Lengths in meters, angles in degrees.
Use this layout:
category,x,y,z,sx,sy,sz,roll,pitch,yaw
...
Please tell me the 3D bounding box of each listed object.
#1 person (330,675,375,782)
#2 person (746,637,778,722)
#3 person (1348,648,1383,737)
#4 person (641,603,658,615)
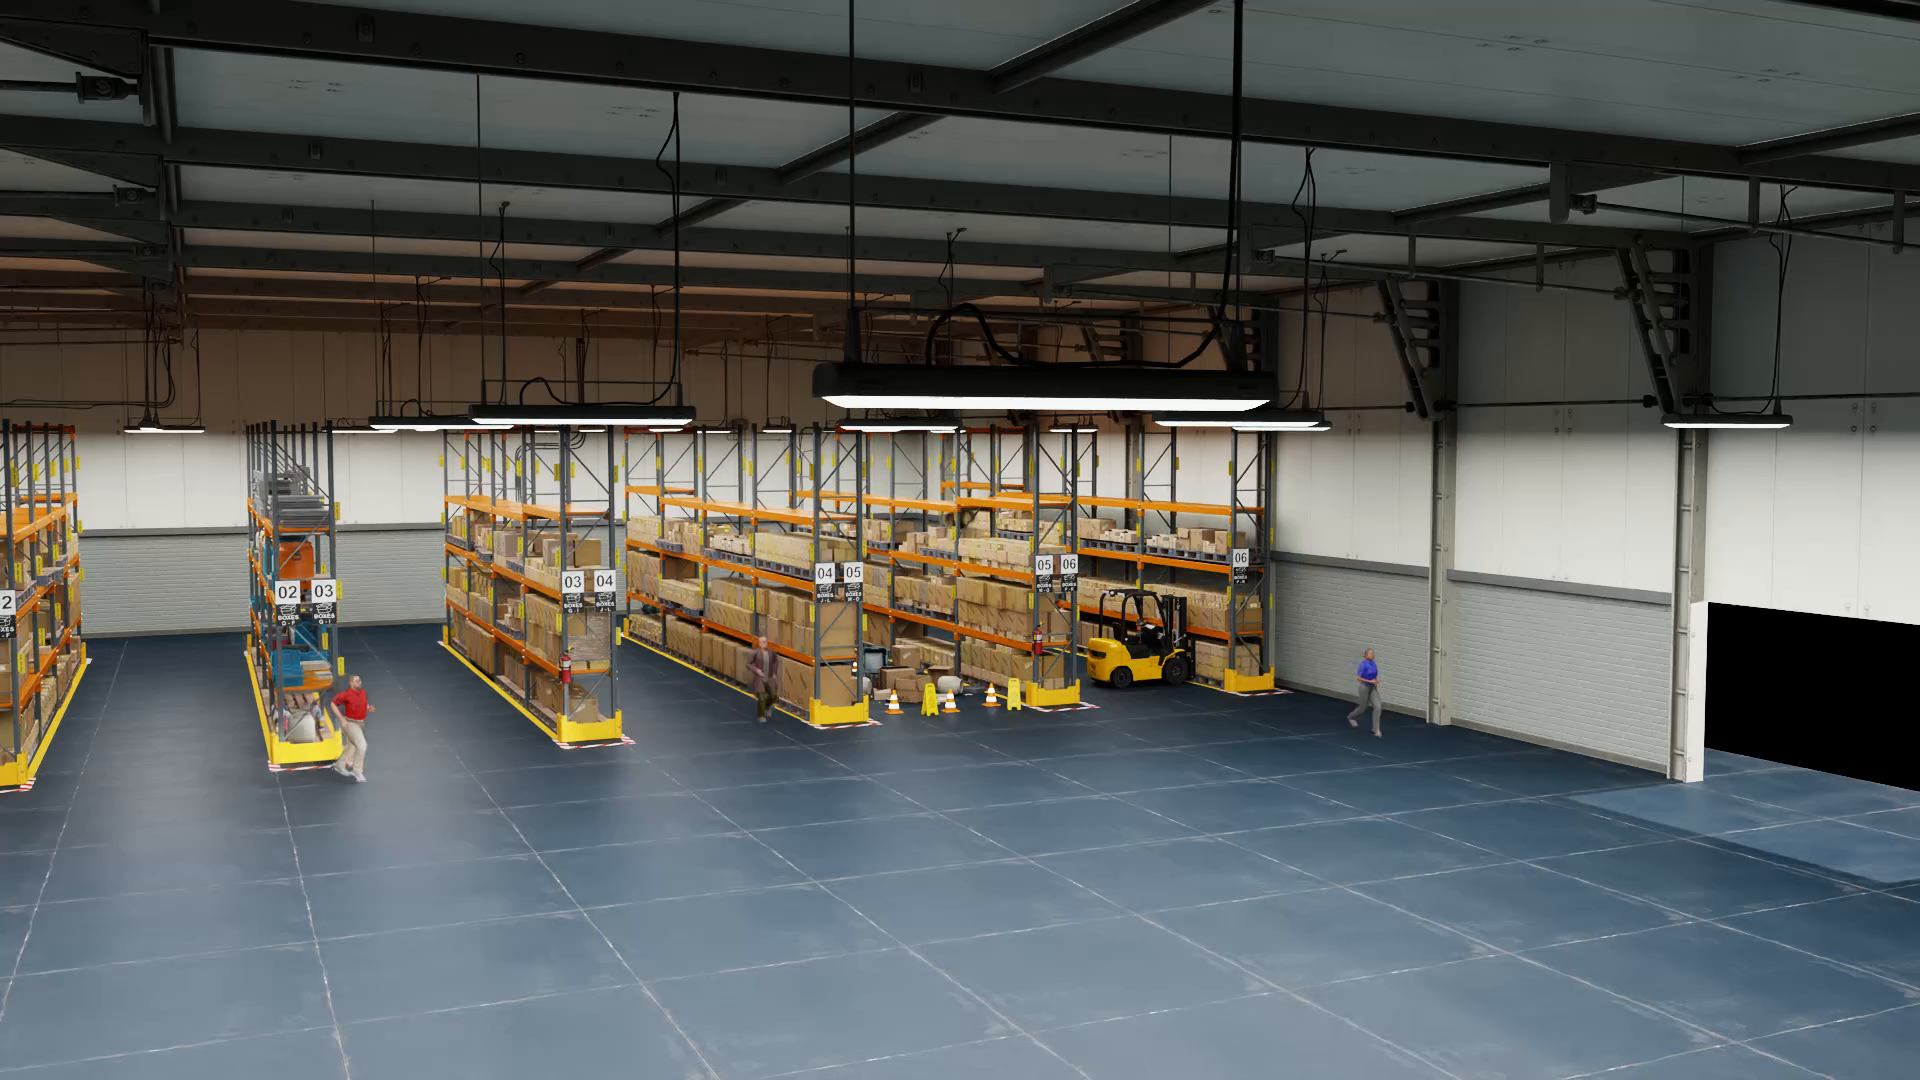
category,x,y,z,sx,sy,sz,roll,pitch,yaw
person,-10.123,3.144,27.742,0.794,1.801,0.644,1,4,14
person,-3.899,2.792,33.169,0.729,1.724,0.648,-2,4,-27
person,7.814,2.920,31.992,0.608,1.701,0.894,-2,4,-33
person,-9.264,1.809,50.048,0.523,1.570,0.688,3,5,41
